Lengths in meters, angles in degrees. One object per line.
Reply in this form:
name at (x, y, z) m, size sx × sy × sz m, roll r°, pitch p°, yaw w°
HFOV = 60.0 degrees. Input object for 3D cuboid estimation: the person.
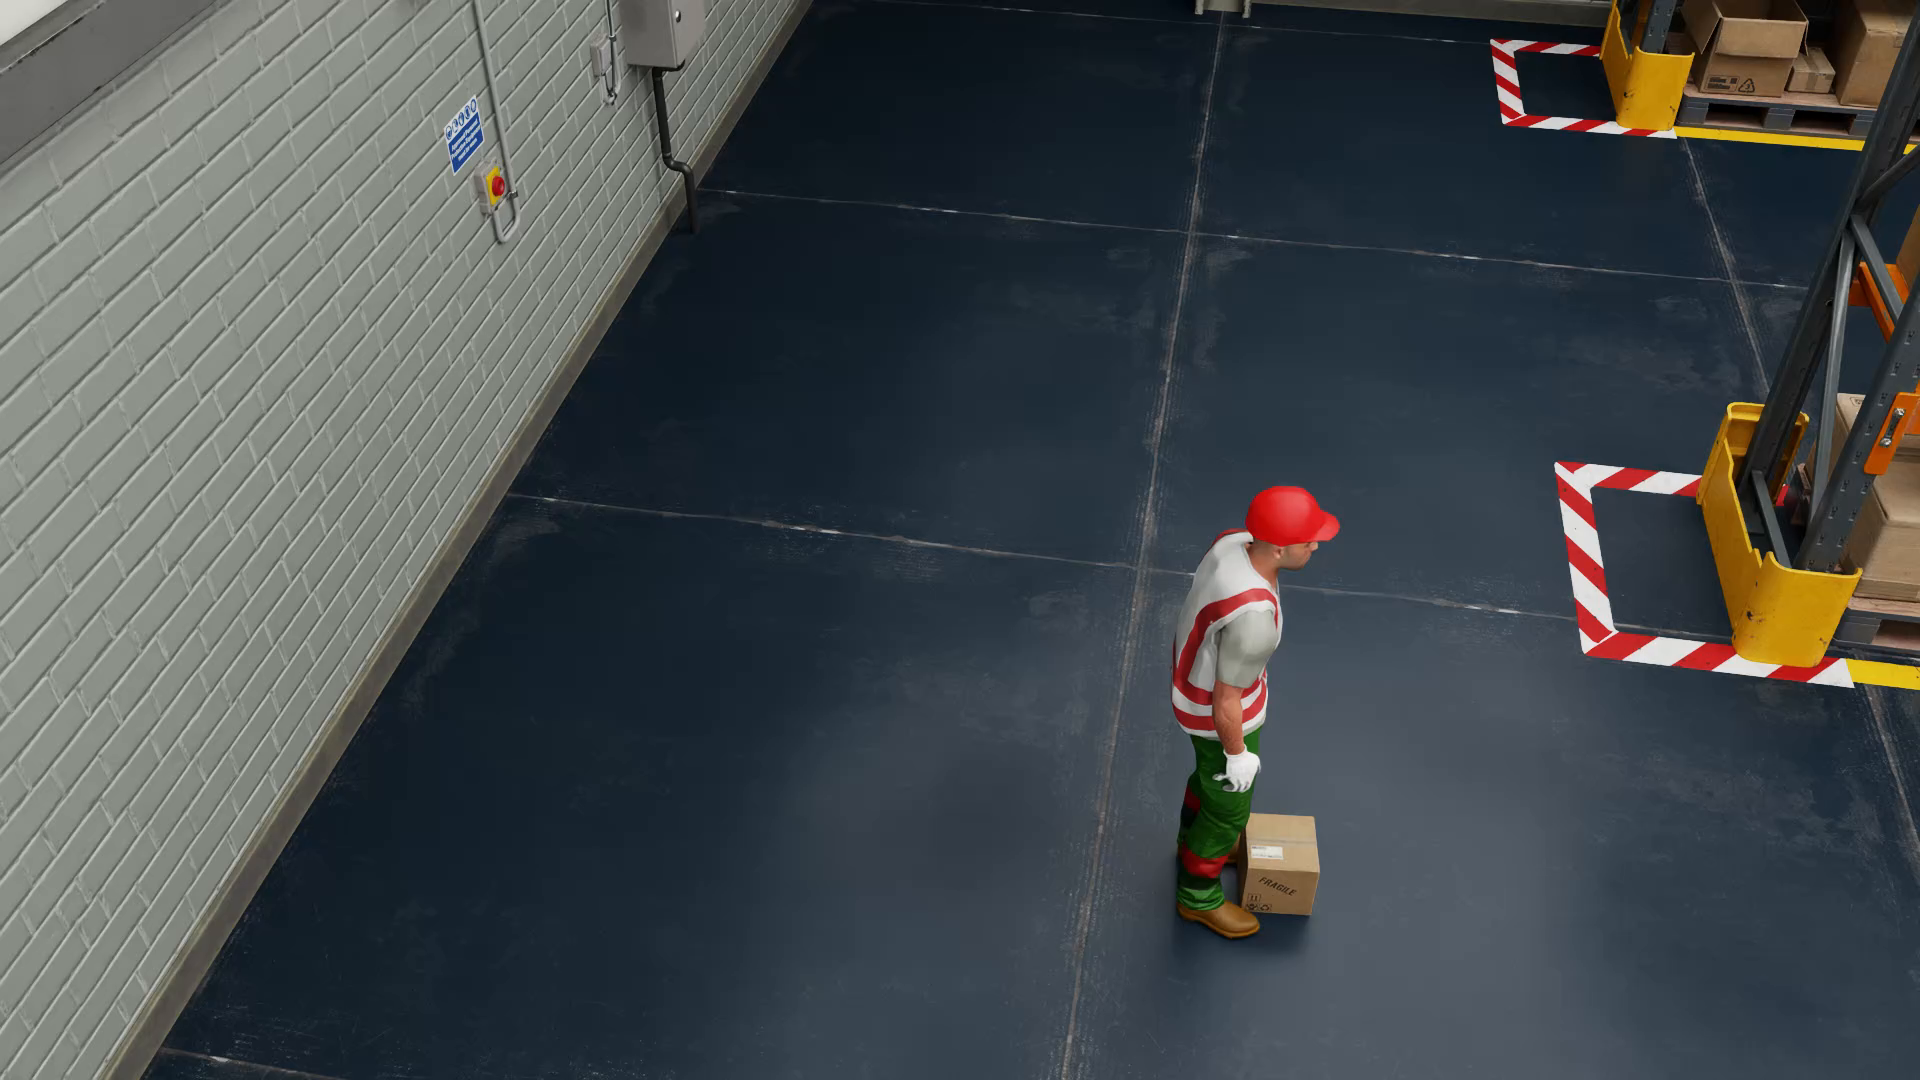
person at (0.916, 0.545, 5.501) m, size 0.453 × 1.777 × 0.608 m, roll 5°, pitch 40°, yaw 6°
